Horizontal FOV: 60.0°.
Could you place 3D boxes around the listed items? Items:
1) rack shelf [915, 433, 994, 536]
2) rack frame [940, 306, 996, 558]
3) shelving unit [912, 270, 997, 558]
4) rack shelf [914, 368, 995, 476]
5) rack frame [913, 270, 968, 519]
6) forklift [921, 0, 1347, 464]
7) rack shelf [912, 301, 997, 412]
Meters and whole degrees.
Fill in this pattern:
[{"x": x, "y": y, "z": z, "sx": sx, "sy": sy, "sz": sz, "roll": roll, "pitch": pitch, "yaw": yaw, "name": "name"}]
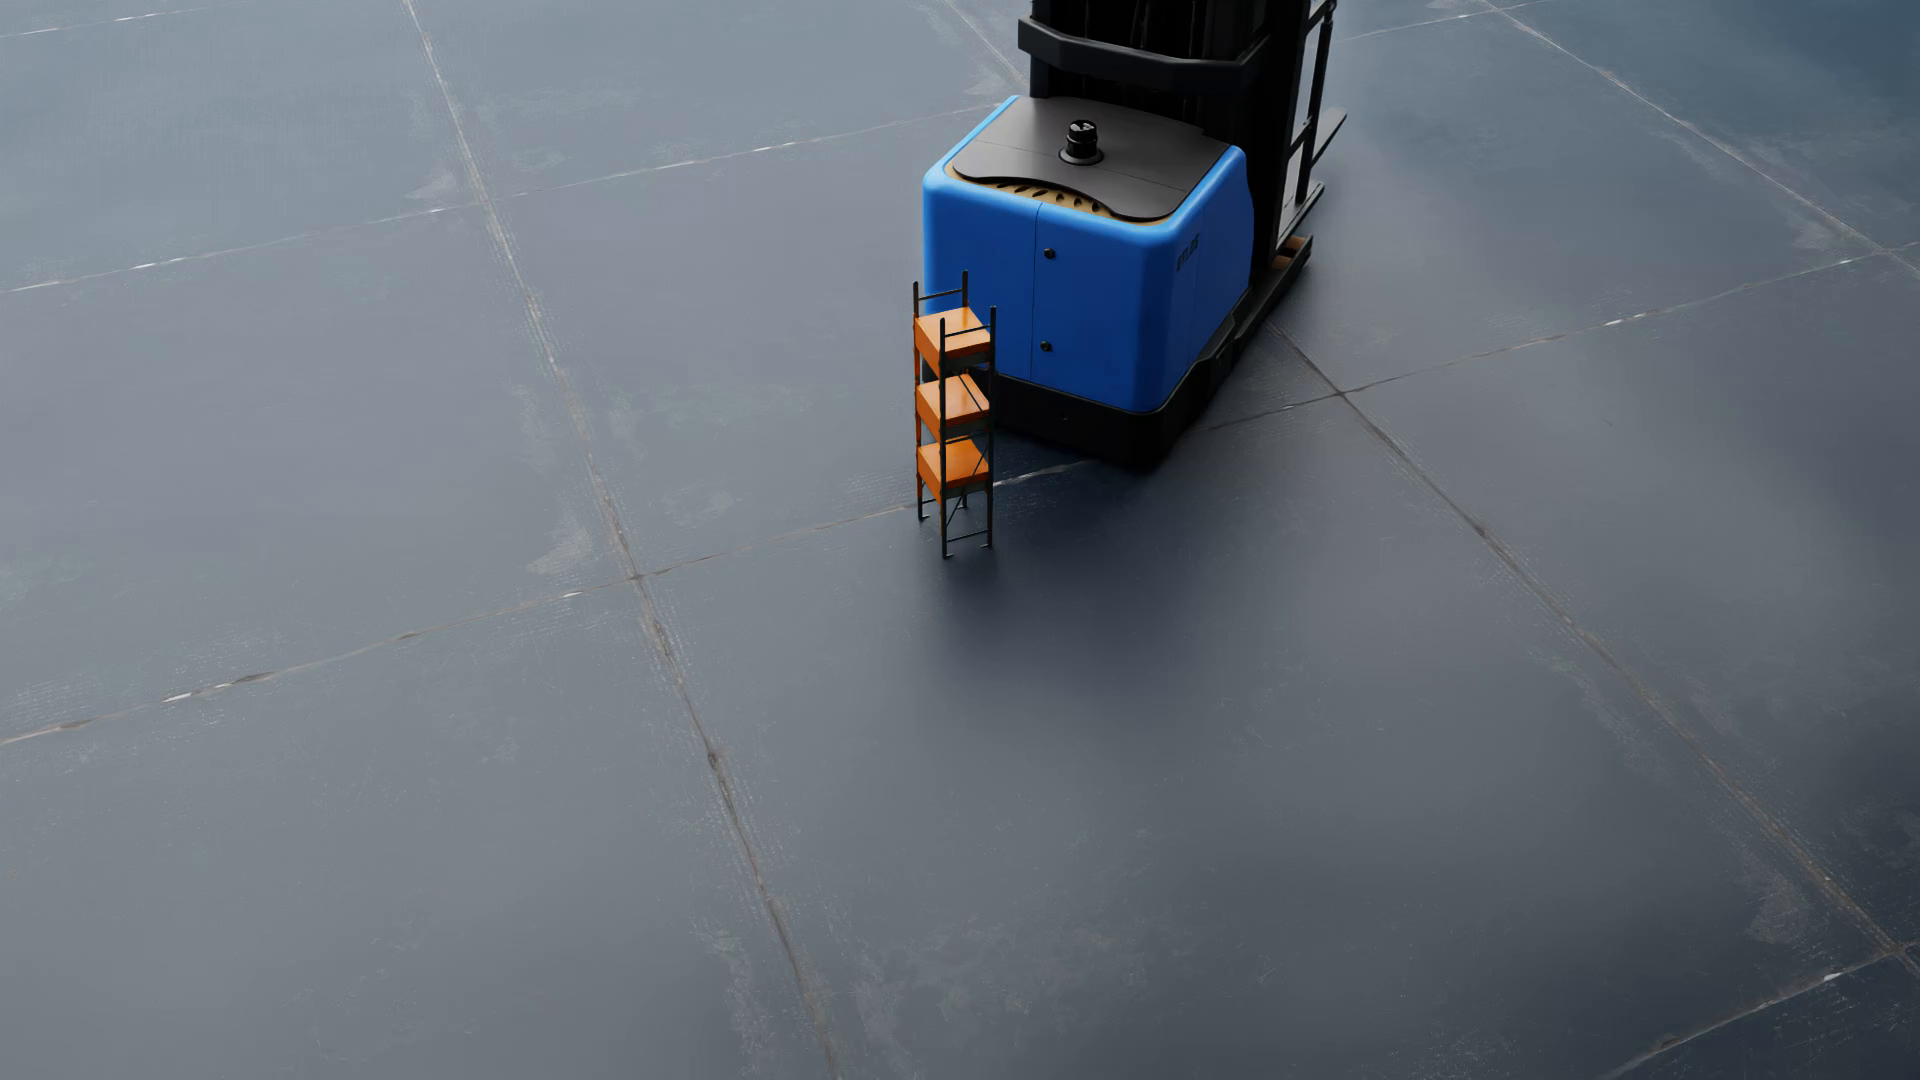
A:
[{"x": -0.020, "y": -0.212, "z": 6.133, "sx": 0.215, "sy": 0.259, "sz": 0.240, "roll": -15, "pitch": 43, "yaw": -17, "name": "rack shelf"}, {"x": 0.026, "y": -0.357, "z": 5.860, "sx": 0.200, "sy": 1.050, "sz": 0.008, "roll": -15, "pitch": 43, "yaw": -17, "name": "rack frame"}, {"x": -0.020, "y": -0.430, "z": 5.945, "sx": 0.215, "sy": 1.050, "sz": 0.252, "roll": -15, "pitch": 43, "yaw": -17, "name": "shelving unit"}, {"x": -0.020, "y": -0.422, "z": 5.952, "sx": 0.215, "sy": 0.259, "sz": 0.240, "roll": -15, "pitch": 43, "yaw": -17, "name": "rack shelf"}, {"x": -0.067, "y": -0.504, "z": 6.031, "sx": 0.200, "sy": 1.050, "sz": 0.008, "roll": -15, "pitch": 43, "yaw": -17, "name": "rack frame"}, {"x": 0.971, "y": -2.360, "z": 6.746, "sx": 1.130, "sy": 2.935, "sz": 3.031, "roll": 19, "pitch": 44, "yaw": 20, "name": "forklift"}, {"x": -0.020, "y": -0.637, "z": 5.767, "sx": 0.215, "sy": 0.259, "sz": 0.240, "roll": -15, "pitch": 43, "yaw": -17, "name": "rack shelf"}]
